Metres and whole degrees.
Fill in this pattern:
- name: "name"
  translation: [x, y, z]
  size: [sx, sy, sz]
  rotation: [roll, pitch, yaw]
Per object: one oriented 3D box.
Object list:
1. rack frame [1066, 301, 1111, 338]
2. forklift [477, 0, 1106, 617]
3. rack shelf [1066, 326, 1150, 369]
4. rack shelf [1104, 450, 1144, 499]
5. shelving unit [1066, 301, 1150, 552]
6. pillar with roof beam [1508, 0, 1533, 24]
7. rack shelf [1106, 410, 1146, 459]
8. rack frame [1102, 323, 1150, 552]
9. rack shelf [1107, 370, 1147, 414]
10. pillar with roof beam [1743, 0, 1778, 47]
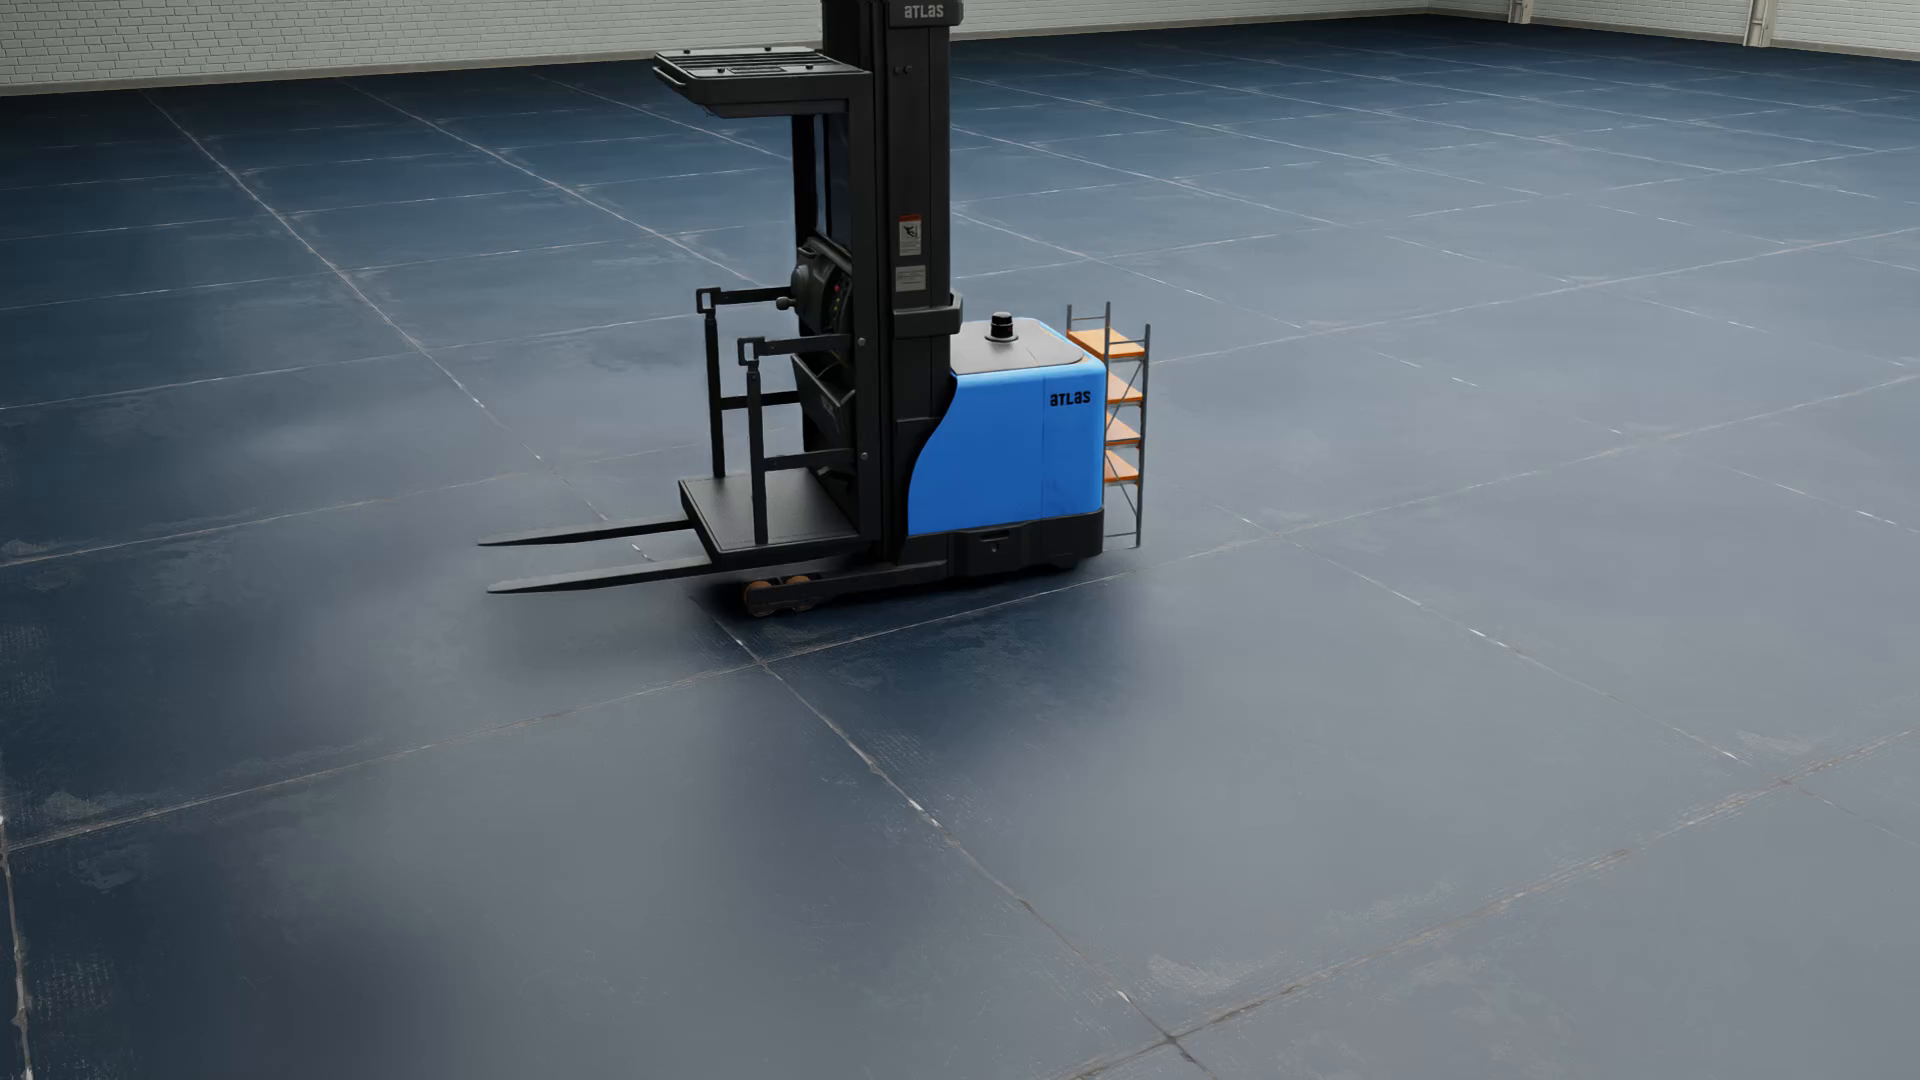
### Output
- name: "rack frame"
  translation: [0.671, -0.680, 8.891]
  size: [0.240, 1.200, 0.015]
  rotation: [-7, 23, -18]
- name: "forklift"
  translation: [-0.845, -1.217, 7.912]
  size: [3.031, 2.935, 1.130]
  rotation: [-7, 23, -18]
- name: "rack shelf"
  translation: [0.752, -0.957, 8.529]
  size: [0.258, 0.148, 0.480]
  rotation: [-7, 23, -18]
- name: "rack shelf"
  translation: [0.751, -0.347, 8.777]
  size: [0.258, 0.148, 0.480]
  rotation: [-7, 23, -18]
- name: "shelving unit"
  translation: [0.751, -0.593, 8.677]
  size: [0.258, 1.200, 0.503]
  rotation: [-7, 23, -18]
- name: "pillar with roof beam"
  translation: [8.916, -15.008, 33.784]
  size: [9.100, 9.000, 0.400]
  rotation: [-13, 25, -28]
- name: "rack shelf"
  translation: [0.751, -0.531, 8.702]
  size: [0.258, 0.148, 0.480]
  rotation: [-7, 23, -18]
- name: "rack frame"
  translation: [0.831, -0.506, 8.463]
  size: [0.240, 1.200, 0.015]
  rotation: [-7, 23, -18]
- name: "rack shelf"
  translation: [0.751, -0.738, 8.618]
  size: [0.258, 0.148, 0.480]
  rotation: [-7, 23, -18]
- name: "pillar with roof beam"
  translation: [11.981, -13.065, 29.005]
  size: [9.100, 9.000, 0.400]
  rotation: [-13, 25, -28]
